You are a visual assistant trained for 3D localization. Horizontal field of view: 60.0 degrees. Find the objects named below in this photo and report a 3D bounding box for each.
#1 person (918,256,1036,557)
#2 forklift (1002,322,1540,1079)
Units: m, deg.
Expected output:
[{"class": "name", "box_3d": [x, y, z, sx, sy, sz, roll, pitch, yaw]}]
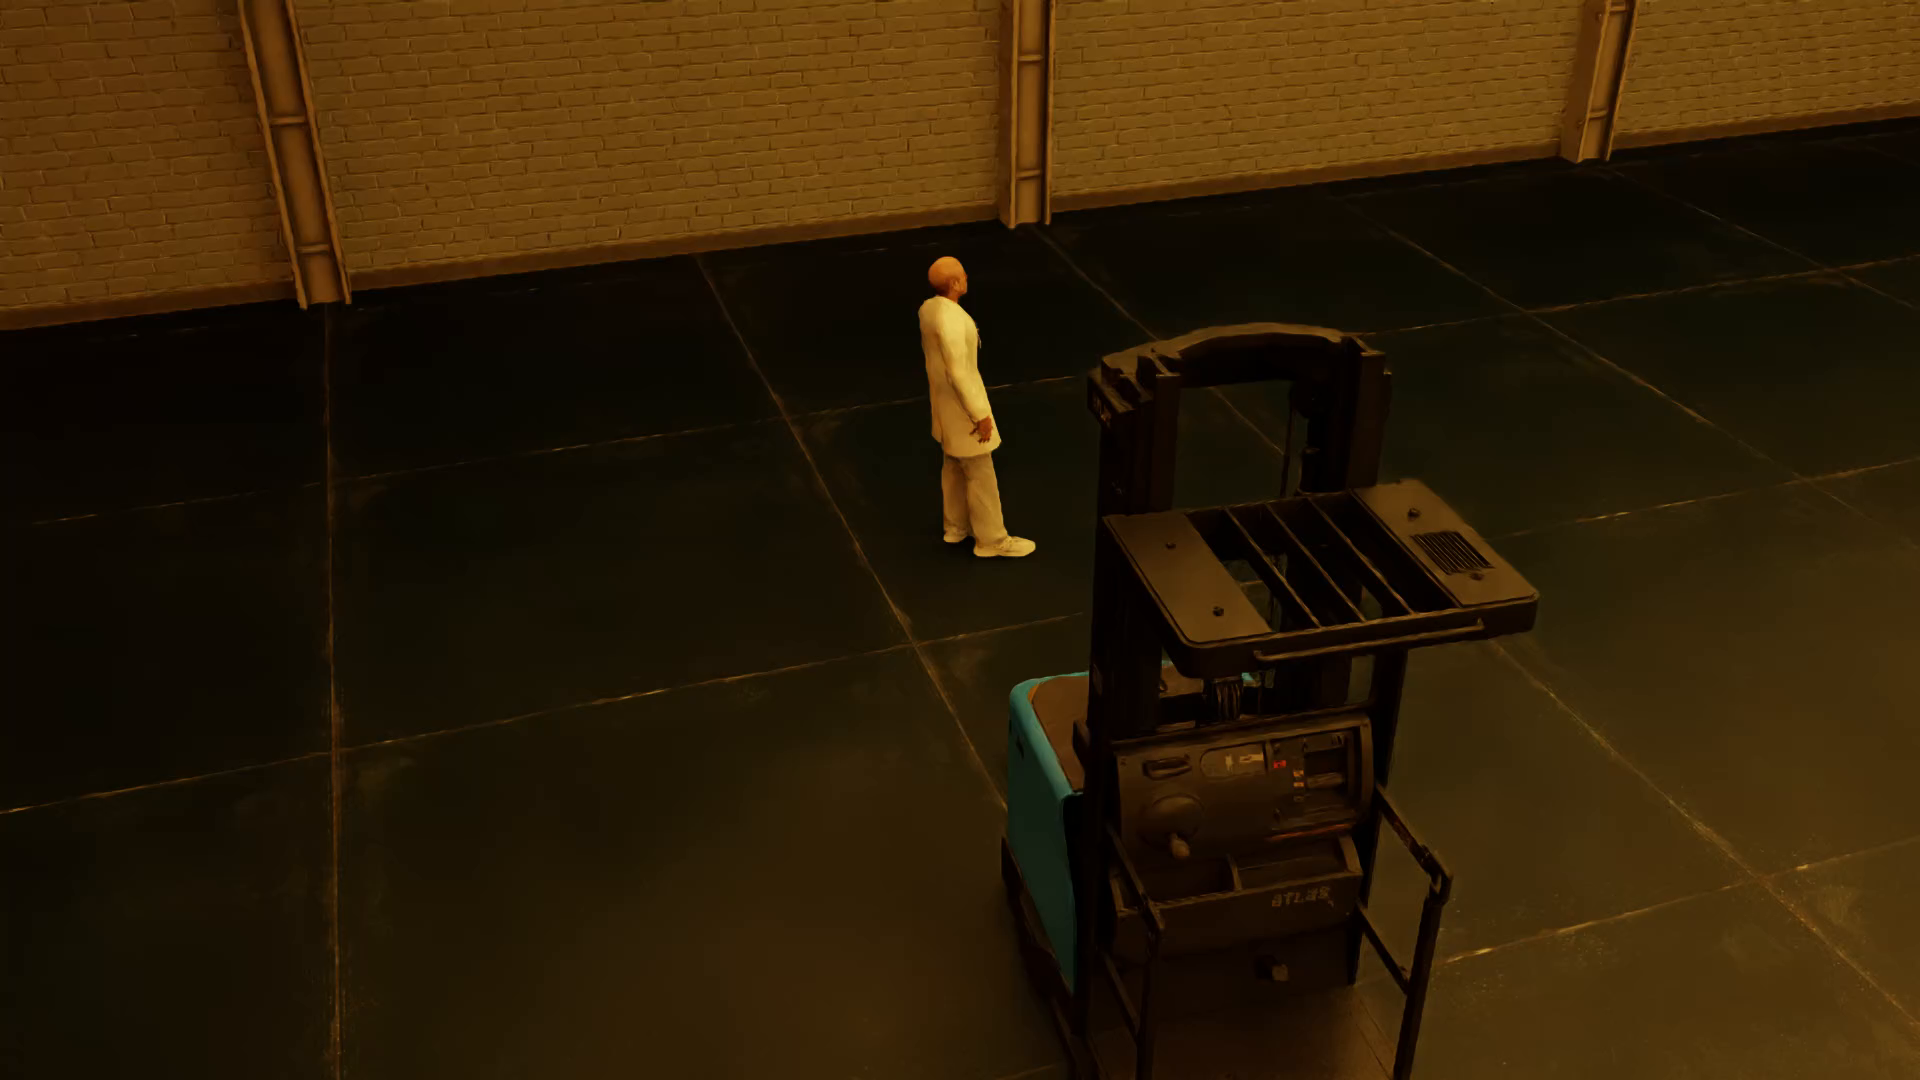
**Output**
[{"class": "person", "box_3d": [0.088, -0.789, 9.600, 0.579, 1.776, 0.694, -10, 31, -16]}, {"class": "forklift", "box_3d": [1.036, 0.898, 5.527, 1.130, 2.935, 3.031, -7, 31, -12]}]
